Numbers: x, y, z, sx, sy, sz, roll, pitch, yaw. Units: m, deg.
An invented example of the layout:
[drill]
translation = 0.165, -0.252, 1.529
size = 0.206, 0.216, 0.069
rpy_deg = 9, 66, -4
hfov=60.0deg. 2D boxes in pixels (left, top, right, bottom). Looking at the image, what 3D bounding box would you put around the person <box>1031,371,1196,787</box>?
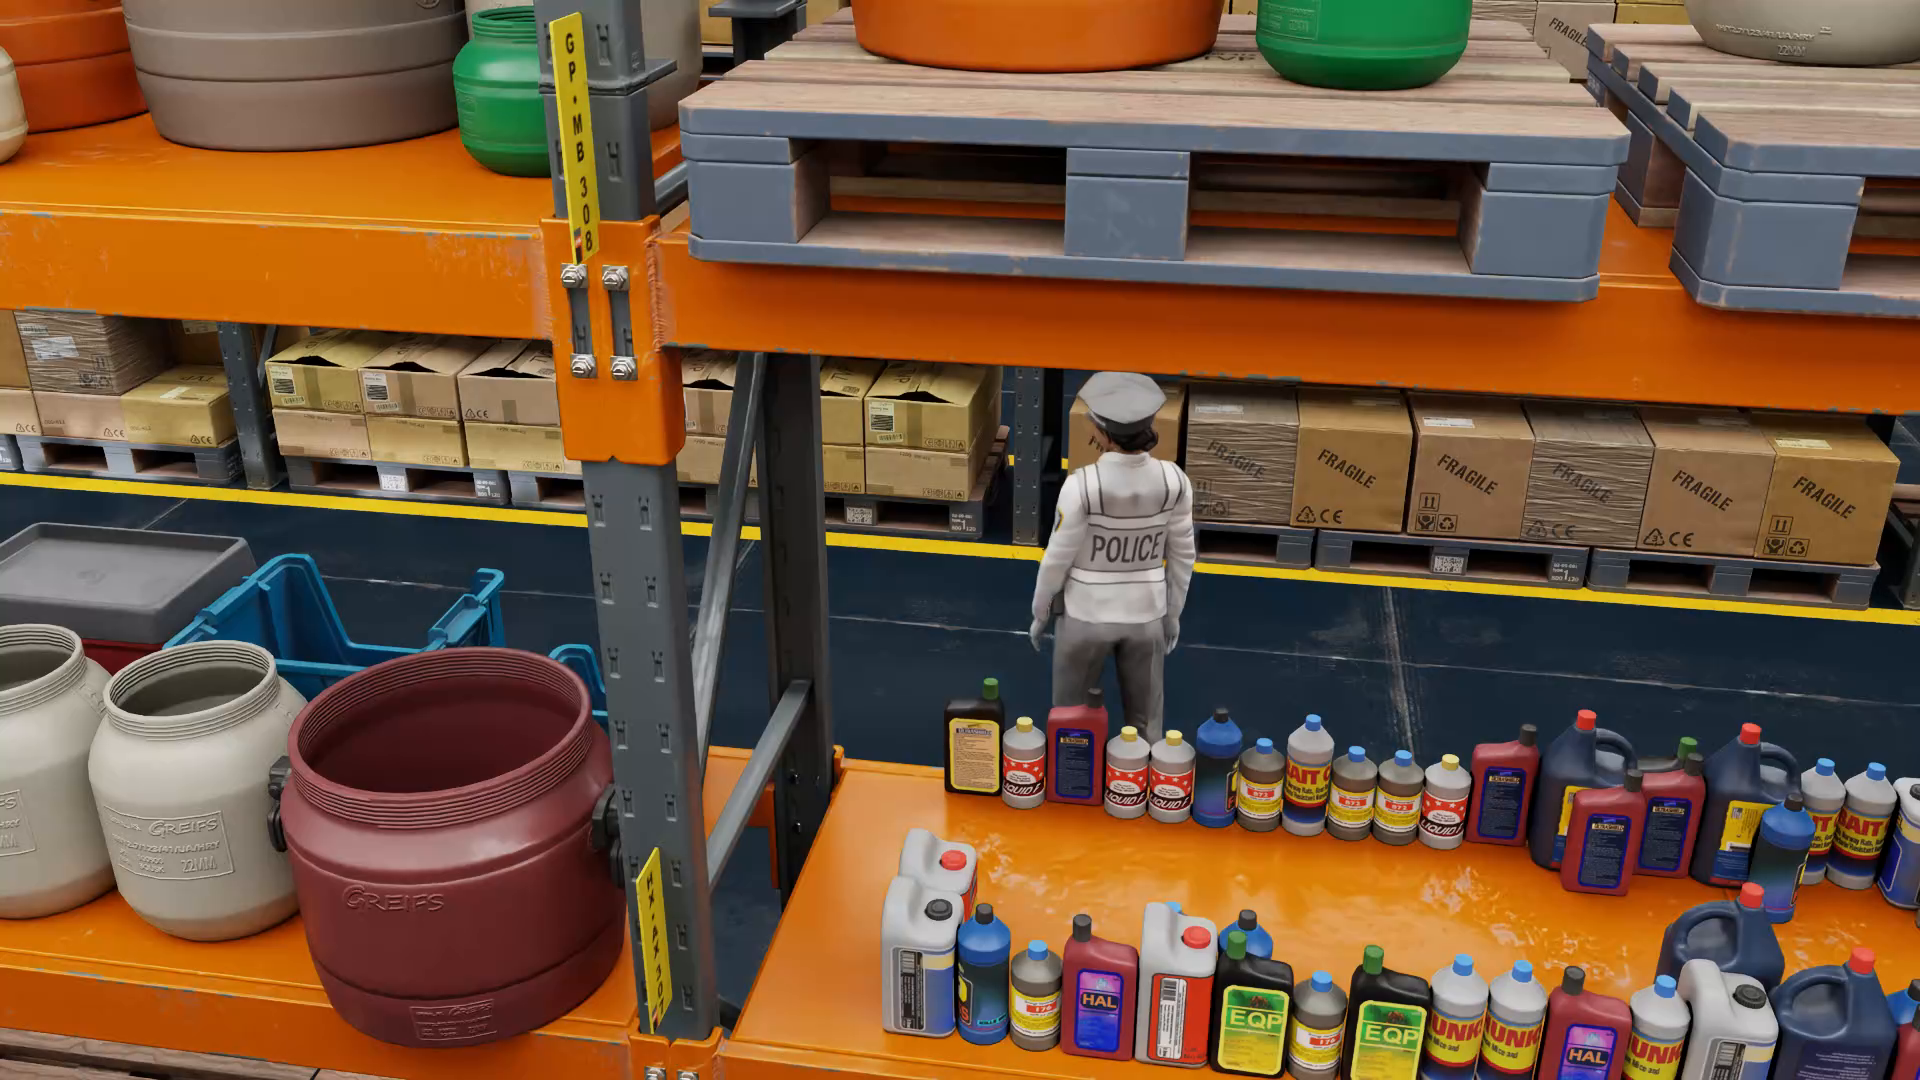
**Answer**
[person]
translation = 0.493, 0.252, 5.490
size = 0.533, 1.686, 0.432
rpy_deg = -6, 26, -12
